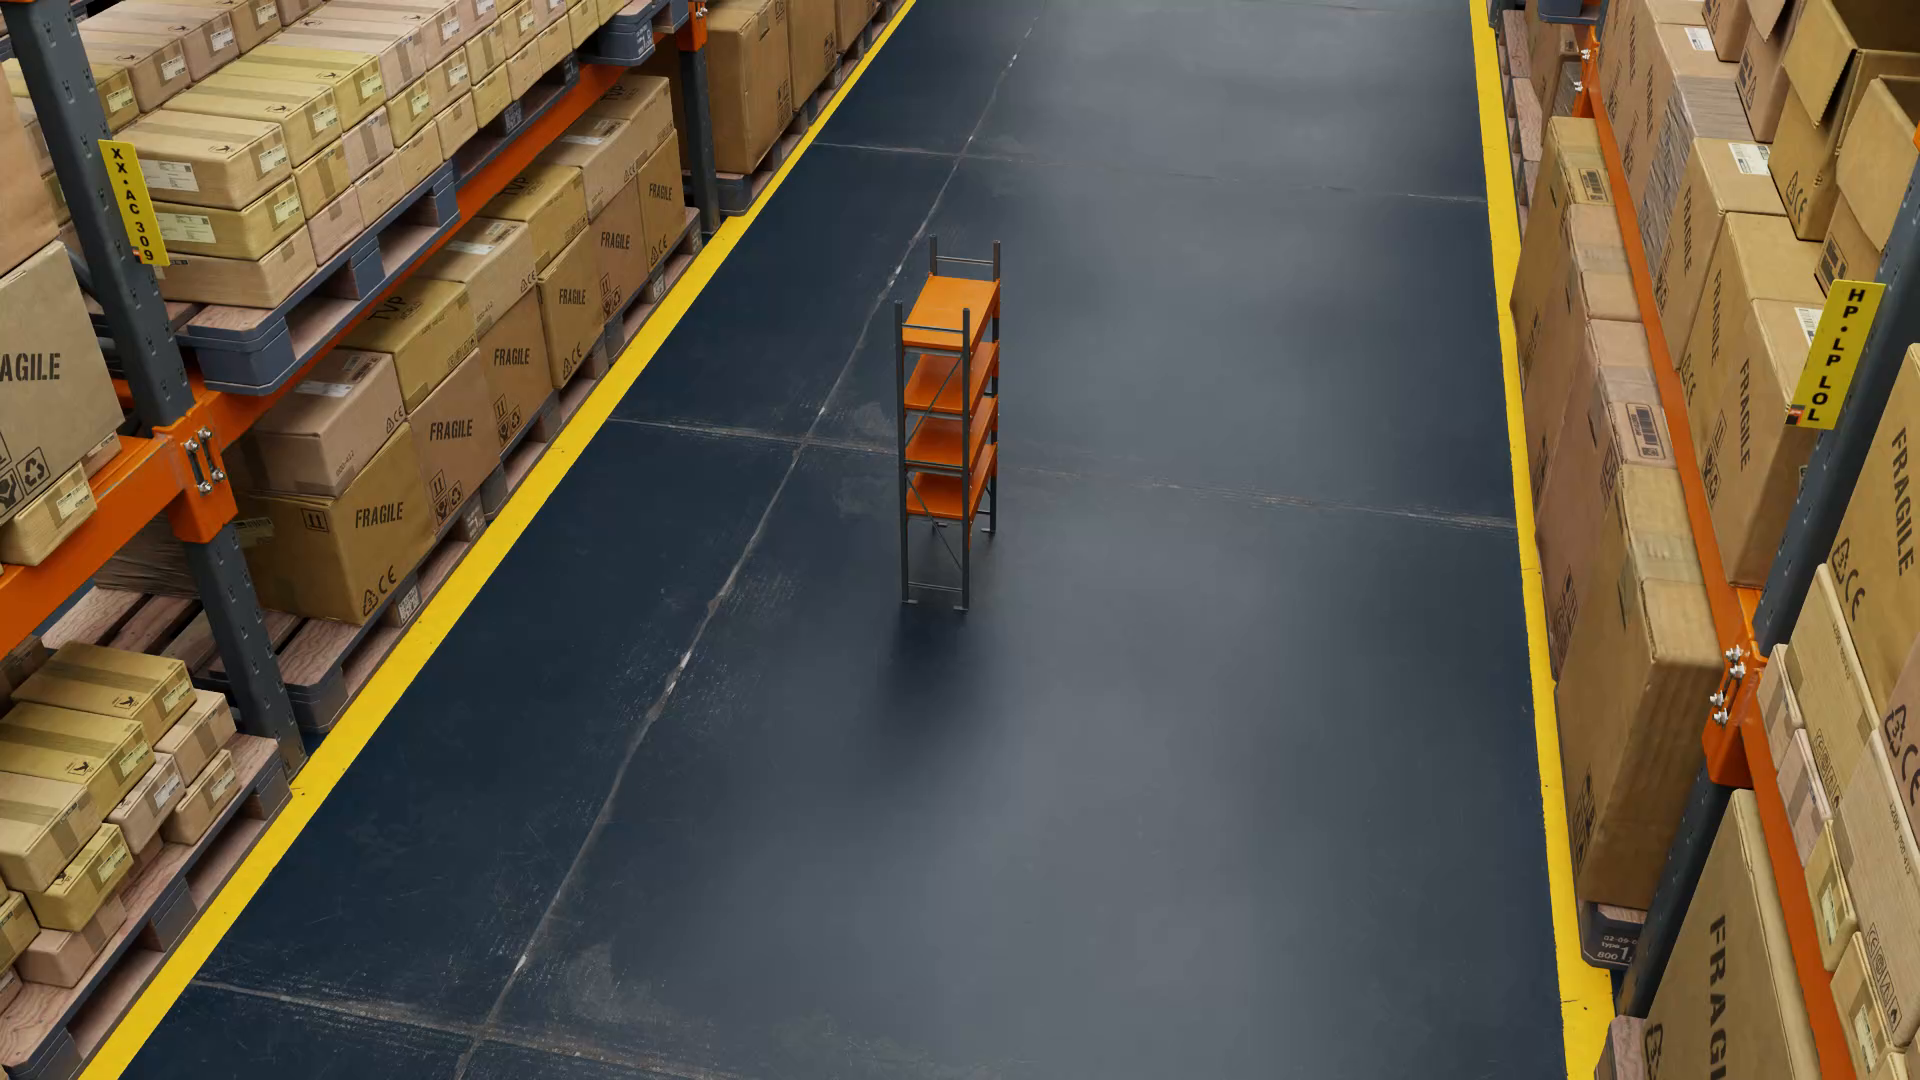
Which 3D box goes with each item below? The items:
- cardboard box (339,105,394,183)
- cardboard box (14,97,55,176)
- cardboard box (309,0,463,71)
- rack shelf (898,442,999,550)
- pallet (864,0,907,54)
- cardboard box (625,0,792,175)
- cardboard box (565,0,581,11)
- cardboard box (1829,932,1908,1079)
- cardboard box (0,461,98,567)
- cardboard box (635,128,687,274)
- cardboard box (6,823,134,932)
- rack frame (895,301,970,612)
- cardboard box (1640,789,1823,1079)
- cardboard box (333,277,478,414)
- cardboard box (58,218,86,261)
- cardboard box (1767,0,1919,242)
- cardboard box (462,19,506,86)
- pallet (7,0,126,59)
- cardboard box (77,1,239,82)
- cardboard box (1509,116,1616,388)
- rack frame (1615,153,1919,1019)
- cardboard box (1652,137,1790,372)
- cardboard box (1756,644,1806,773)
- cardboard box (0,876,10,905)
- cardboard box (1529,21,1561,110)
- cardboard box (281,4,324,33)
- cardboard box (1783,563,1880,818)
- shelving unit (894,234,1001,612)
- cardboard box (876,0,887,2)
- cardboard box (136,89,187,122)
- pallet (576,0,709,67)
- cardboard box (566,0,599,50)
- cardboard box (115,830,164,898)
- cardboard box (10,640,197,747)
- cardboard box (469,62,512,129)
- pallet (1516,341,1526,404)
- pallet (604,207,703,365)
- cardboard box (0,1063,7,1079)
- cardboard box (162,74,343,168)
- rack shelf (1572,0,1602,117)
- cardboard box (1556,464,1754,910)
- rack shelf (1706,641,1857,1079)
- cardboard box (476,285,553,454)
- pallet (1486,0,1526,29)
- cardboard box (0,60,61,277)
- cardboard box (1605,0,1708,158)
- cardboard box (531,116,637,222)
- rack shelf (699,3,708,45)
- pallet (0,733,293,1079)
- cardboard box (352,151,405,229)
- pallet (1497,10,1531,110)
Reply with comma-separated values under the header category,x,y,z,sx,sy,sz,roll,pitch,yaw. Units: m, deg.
category,x,y,z,sx,sy,sz,roll,pitch,yaw
cardboard box,-1.927,-1.195,4.945,0.380,0.149,0.250,8,37,11
cardboard box,-2.674,-1.105,4.568,0.380,0.149,0.250,9,37,12
cardboard box,-1.815,-1.615,5.272,0.380,0.149,0.250,7,37,10
rack shelf,-0.035,-0.176,5.923,0.258,0.148,0.480,7,37,10
pallet,-0.951,-3.547,10.964,1.003,0.211,1.213,7,37,10
cardboard box,-1.497,-2.431,8.608,1.050,0.750,0.750,7,36,9
cardboard box,-1.594,-2.093,6.184,0.380,0.149,0.250,7,37,10
cardboard box,1.701,0.821,2.775,0.380,0.149,0.250,6,36,9
cardboard box,-2.350,-0.085,4.025,0.380,0.149,0.250,6,36,9
cardboard box,-1.600,-1.582,7.649,0.500,0.500,0.500,7,37,10
cardboard box,-2.411,0.856,4.331,0.380,0.149,0.250,6,36,8
rack frame,-0.087,-0.251,5.574,0.240,1.200,0.015,7,37,10
cardboard box,2.036,1.197,3.495,0.875,0.875,0.875,7,37,10
cardboard box,-2.042,-0.699,5.791,0.500,0.250,0.500,8,37,11
cardboard box,-2.678,-0.862,4.739,0.380,0.149,0.250,7,36,9
cardboard box,2.541,-1.067,4.227,0.797,0.503,0.637,8,37,10
cardboard box,-1.760,-1.651,5.575,0.380,0.149,0.250,7,36,9
pallet,-6.141,-3.413,10.779,1.003,0.211,1.213,7,37,10
cardboard box,-2.504,-1.558,5.192,0.380,0.149,0.250,7,37,10
cardboard box,2.942,-1.071,6.625,1.225,0.875,0.875,6,36,8
rack frame,2.255,0.139,3.503,1.000,3.000,0.127,7,37,10
cardboard box,2.305,-0.788,4.695,0.500,0.500,0.500,7,37,9
cardboard box,1.867,0.368,3.400,0.380,0.149,0.250,7,37,10
cardboard box,-2.584,0.873,4.054,0.380,0.149,0.250,8,37,11
cardboard box,3.572,-2.673,9.137,0.700,0.500,0.500,4,36,6
cardboard box,-2.399,-1.739,5.696,0.380,0.149,0.250,7,37,10
cardboard box,1.899,0.315,3.133,0.500,0.250,0.500,7,36,9
shelving unit,-0.035,-0.391,5.767,0.258,1.200,0.503,7,37,10
cardboard box,-0.905,-4.020,10.799,1.050,0.750,0.750,7,37,10
cardboard box,-2.566,-1.276,5.057,0.380,0.149,0.250,9,37,12
pallet,-1.763,-2.335,7.079,1.213,0.211,1.003,7,37,10
cardboard box,-1.593,-1.976,6.276,0.380,0.149,0.250,6,36,8
cardboard box,-2.457,0.849,4.594,0.380,0.149,0.250,8,37,11
cardboard box,-2.391,0.439,4.653,0.380,0.149,0.250,8,37,11
cardboard box,-1.762,-1.527,5.657,0.380,0.149,0.250,7,36,9
pallet,2.867,-0.583,6.875,1.003,0.211,1.213,7,37,10
pallet,-1.883,-1.257,7.805,1.003,0.211,1.213,7,37,10
cardboard box,-2.541,1.304,3.966,0.380,0.149,0.250,7,37,10
cardboard box,-1.982,-1.179,4.670,0.380,0.149,0.250,8,37,11
rack shelf,3.536,-3.010,8.460,1.077,0.370,4.000,7,37,10
cardboard box,2.372,0.459,4.513,1.225,0.875,0.875,7,37,10
rack shelf,1.828,1.576,2.132,1.077,0.370,4.000,7,37,10
cardboard box,-1.942,-0.695,6.425,0.500,0.500,0.500,8,37,11
pallet,4.073,-3.708,11.187,1.003,0.211,1.213,7,37,10
cardboard box,-2.405,-0.804,3.612,0.500,0.500,0.500,6,36,8
cardboard box,2.632,-1.655,5.892,0.500,0.500,0.500,6,36,9
cardboard box,-1.702,-1.580,7.007,0.500,0.250,0.500,8,37,11
rack shelf,-1.287,-3.690,9.398,1.077,0.370,4.000,7,37,10
pallet,-2.678,0.977,4.722,1.003,0.211,1.213,7,37,10
cardboard box,-1.925,-1.080,5.040,0.380,0.149,0.250,8,37,10
pallet,3.799,-2.872,10.033,1.003,0.211,1.213,7,37,10
